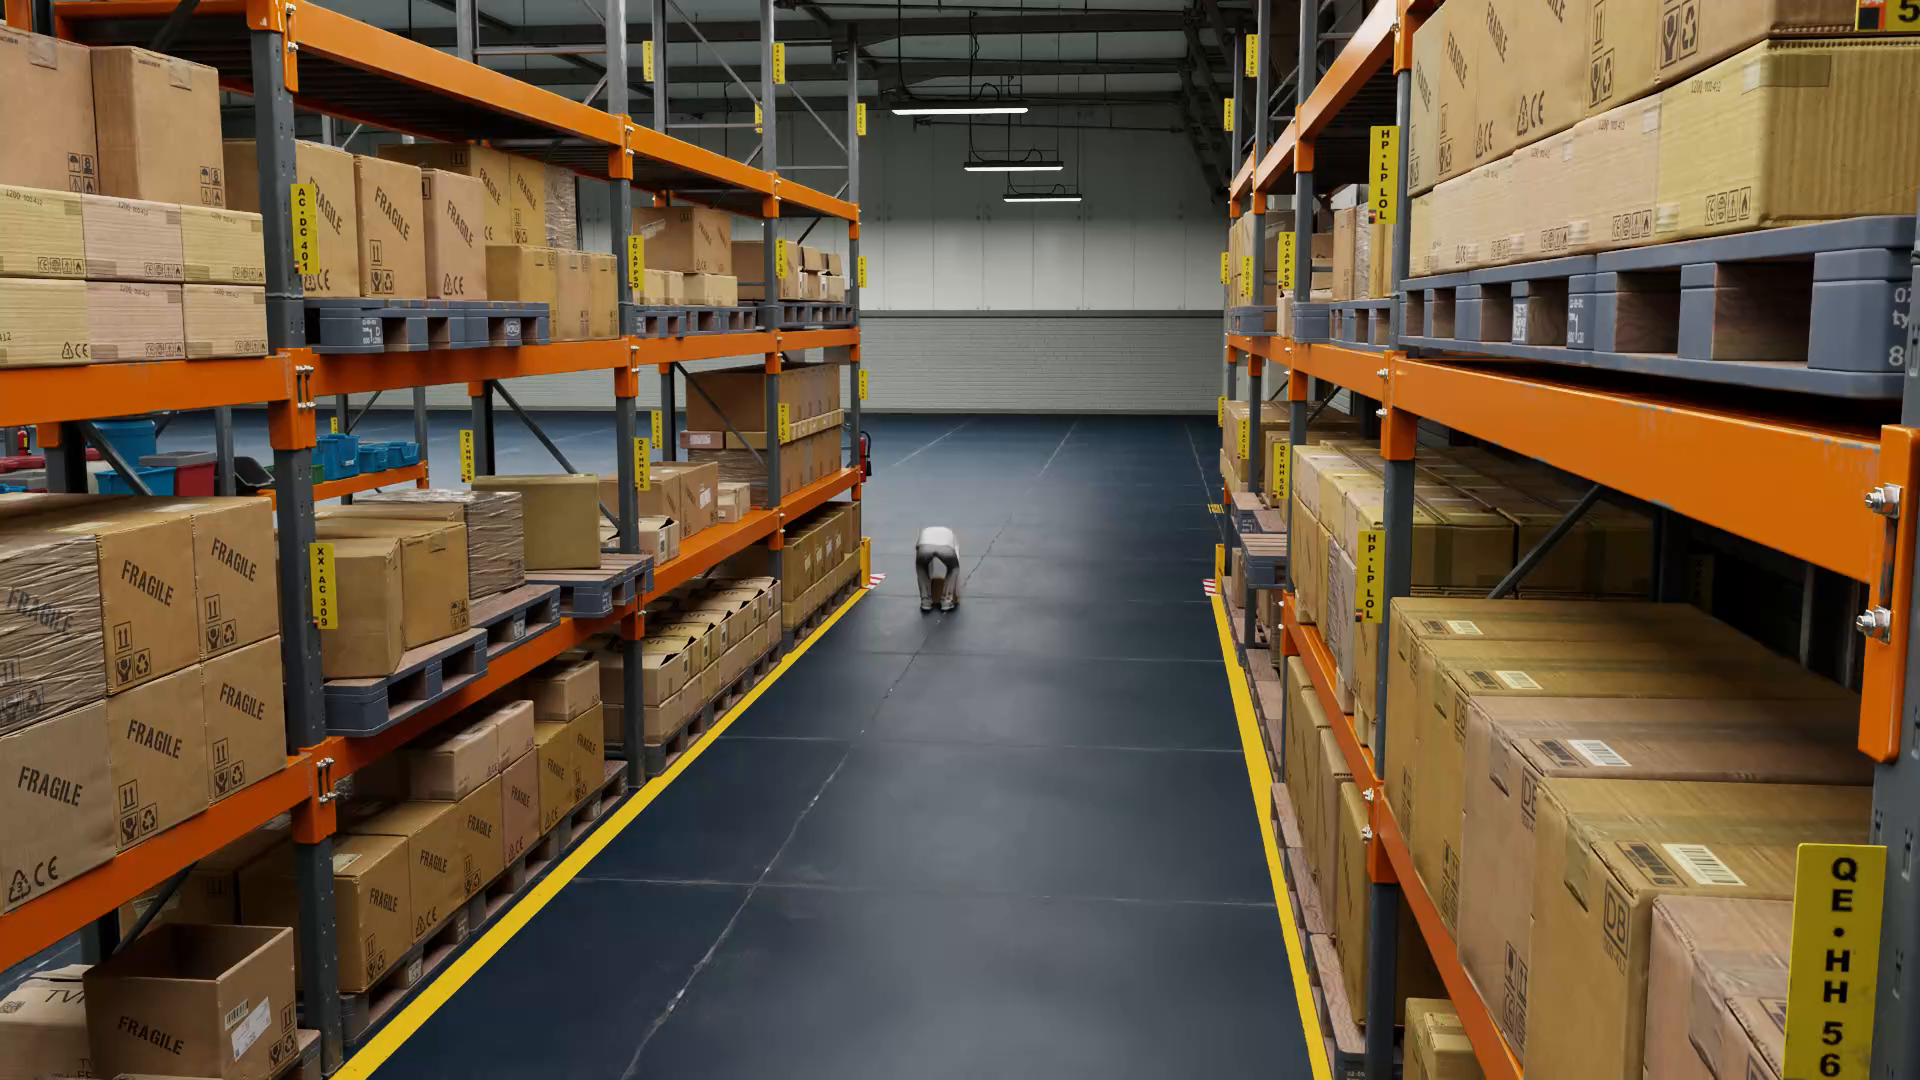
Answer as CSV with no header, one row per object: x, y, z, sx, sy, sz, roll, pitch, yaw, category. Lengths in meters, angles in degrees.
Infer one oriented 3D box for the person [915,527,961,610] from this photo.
-0.228,0.269,16.861,0.452,0.848,0.885,0,8,3,person
